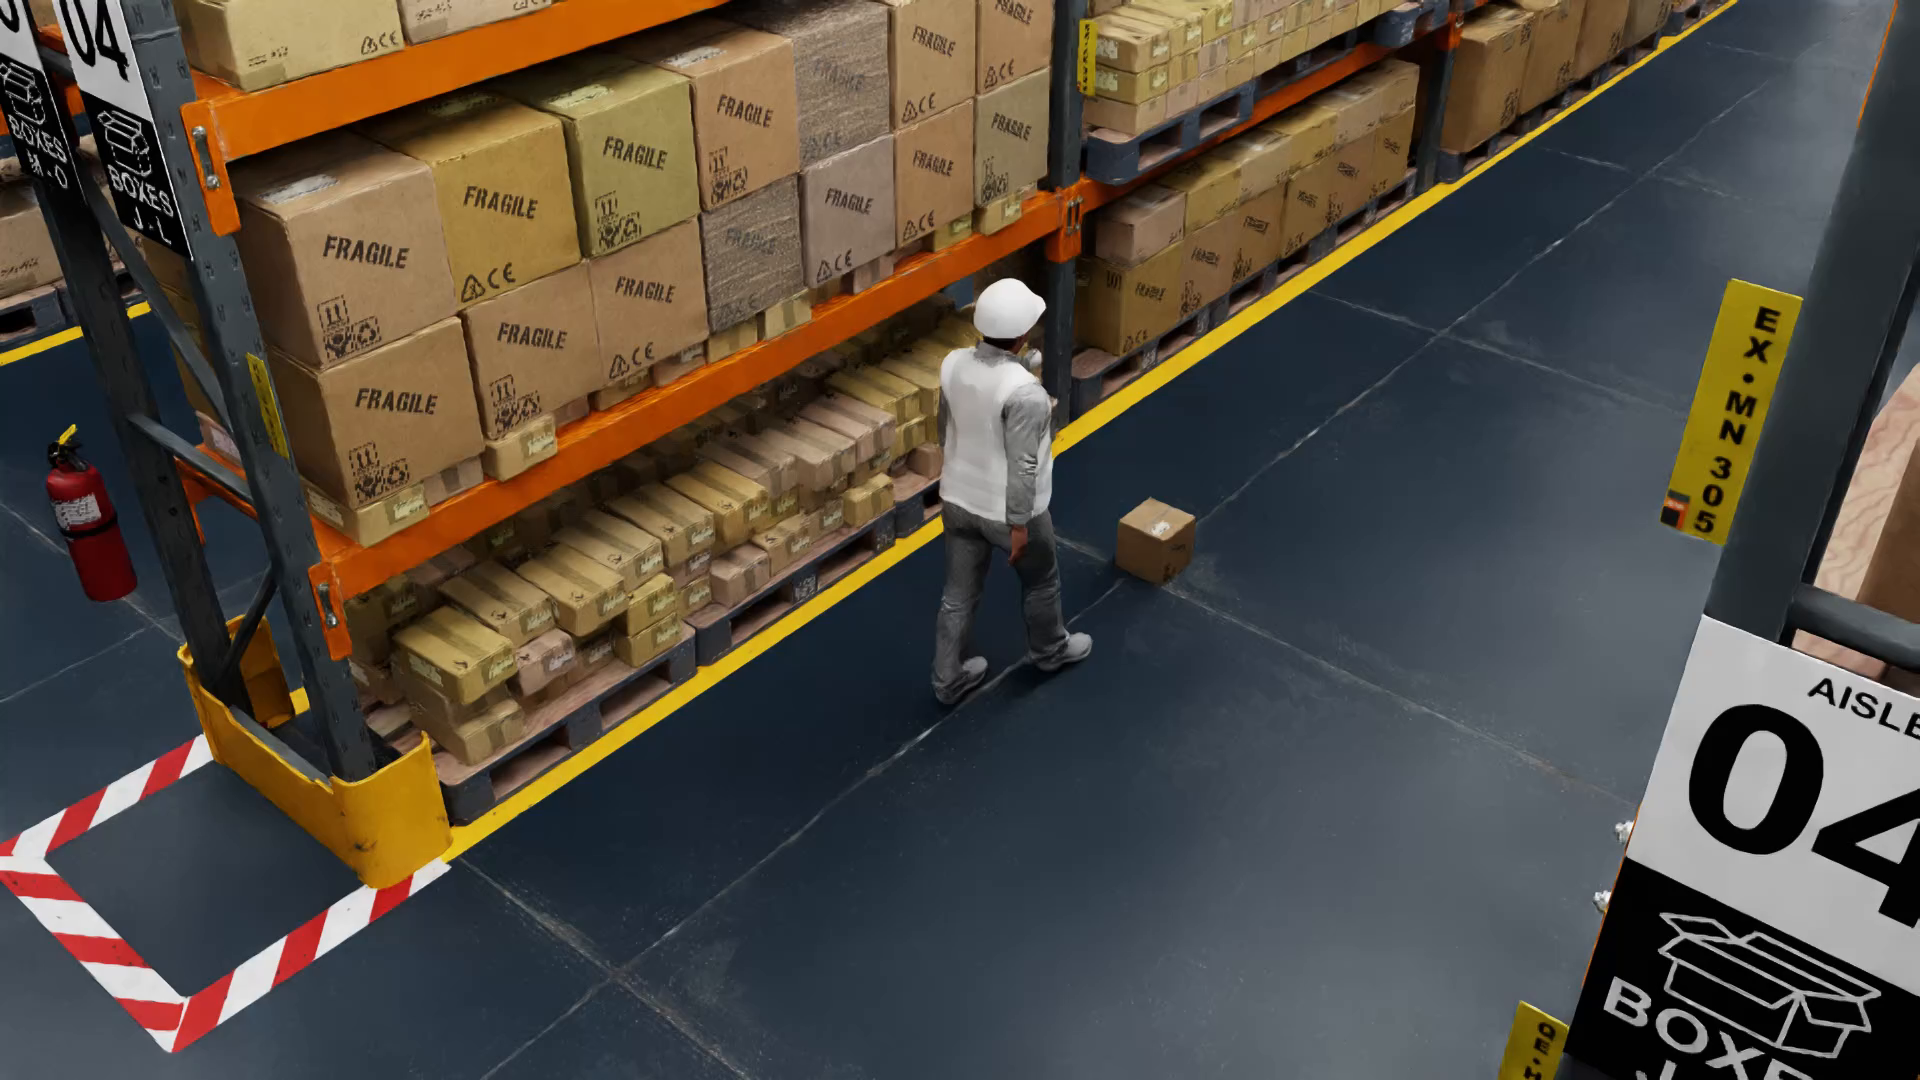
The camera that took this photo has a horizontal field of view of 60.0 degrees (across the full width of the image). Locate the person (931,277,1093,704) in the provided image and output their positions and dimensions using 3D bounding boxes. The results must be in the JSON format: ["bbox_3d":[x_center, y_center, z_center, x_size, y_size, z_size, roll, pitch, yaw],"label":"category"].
[{"bbox_3d":[0.152,-0.205,6.397,0.537,1.757,0.727,24,42,31],"label":"person"}]
